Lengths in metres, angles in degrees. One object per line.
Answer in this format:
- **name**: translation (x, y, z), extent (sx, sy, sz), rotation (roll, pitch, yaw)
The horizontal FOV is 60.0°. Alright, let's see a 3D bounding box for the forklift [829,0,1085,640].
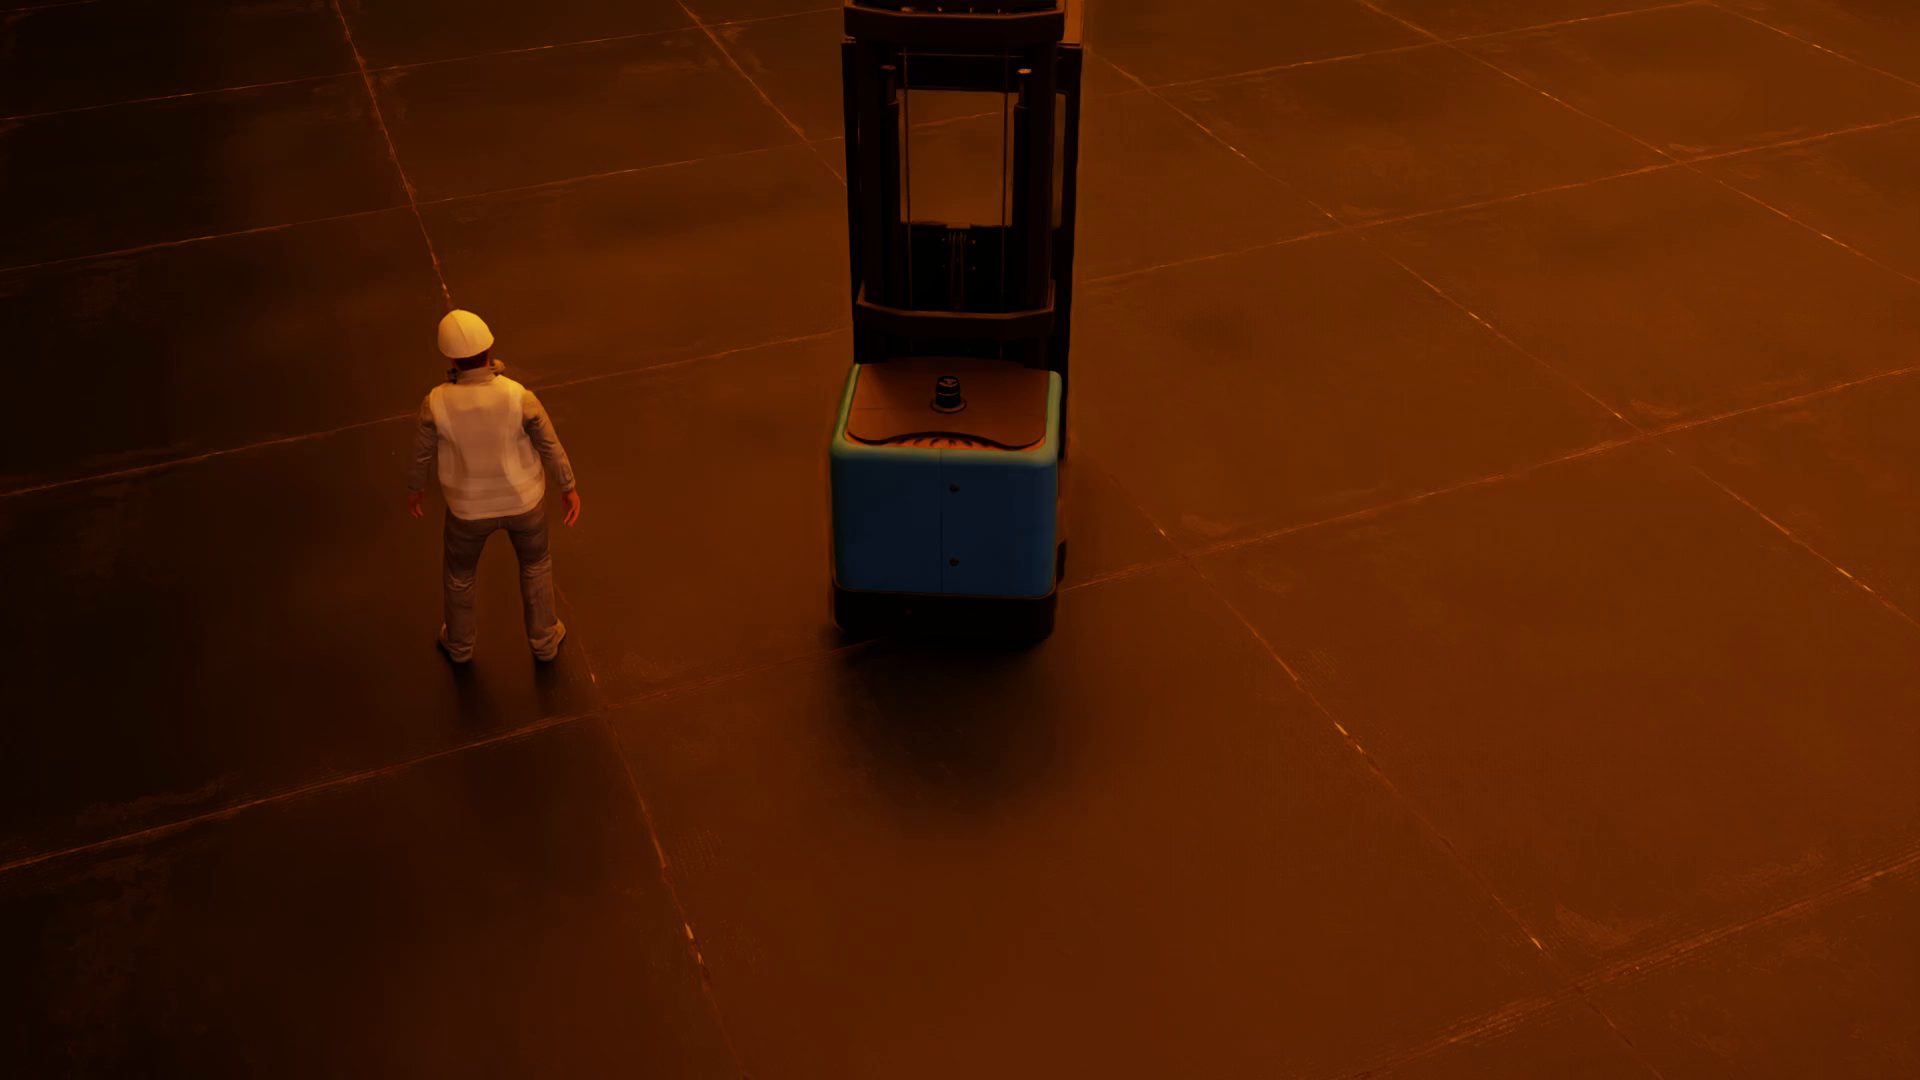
- **forklift**: translation (0.026, -1.559, 8.291), extent (1.130, 2.935, 3.031), rotation (2, 35, 3)

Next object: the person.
- **person**: translation (-2.091, -0.216, 7.422), extent (0.751, 1.749, 0.421), rotation (-8, 36, -12)
